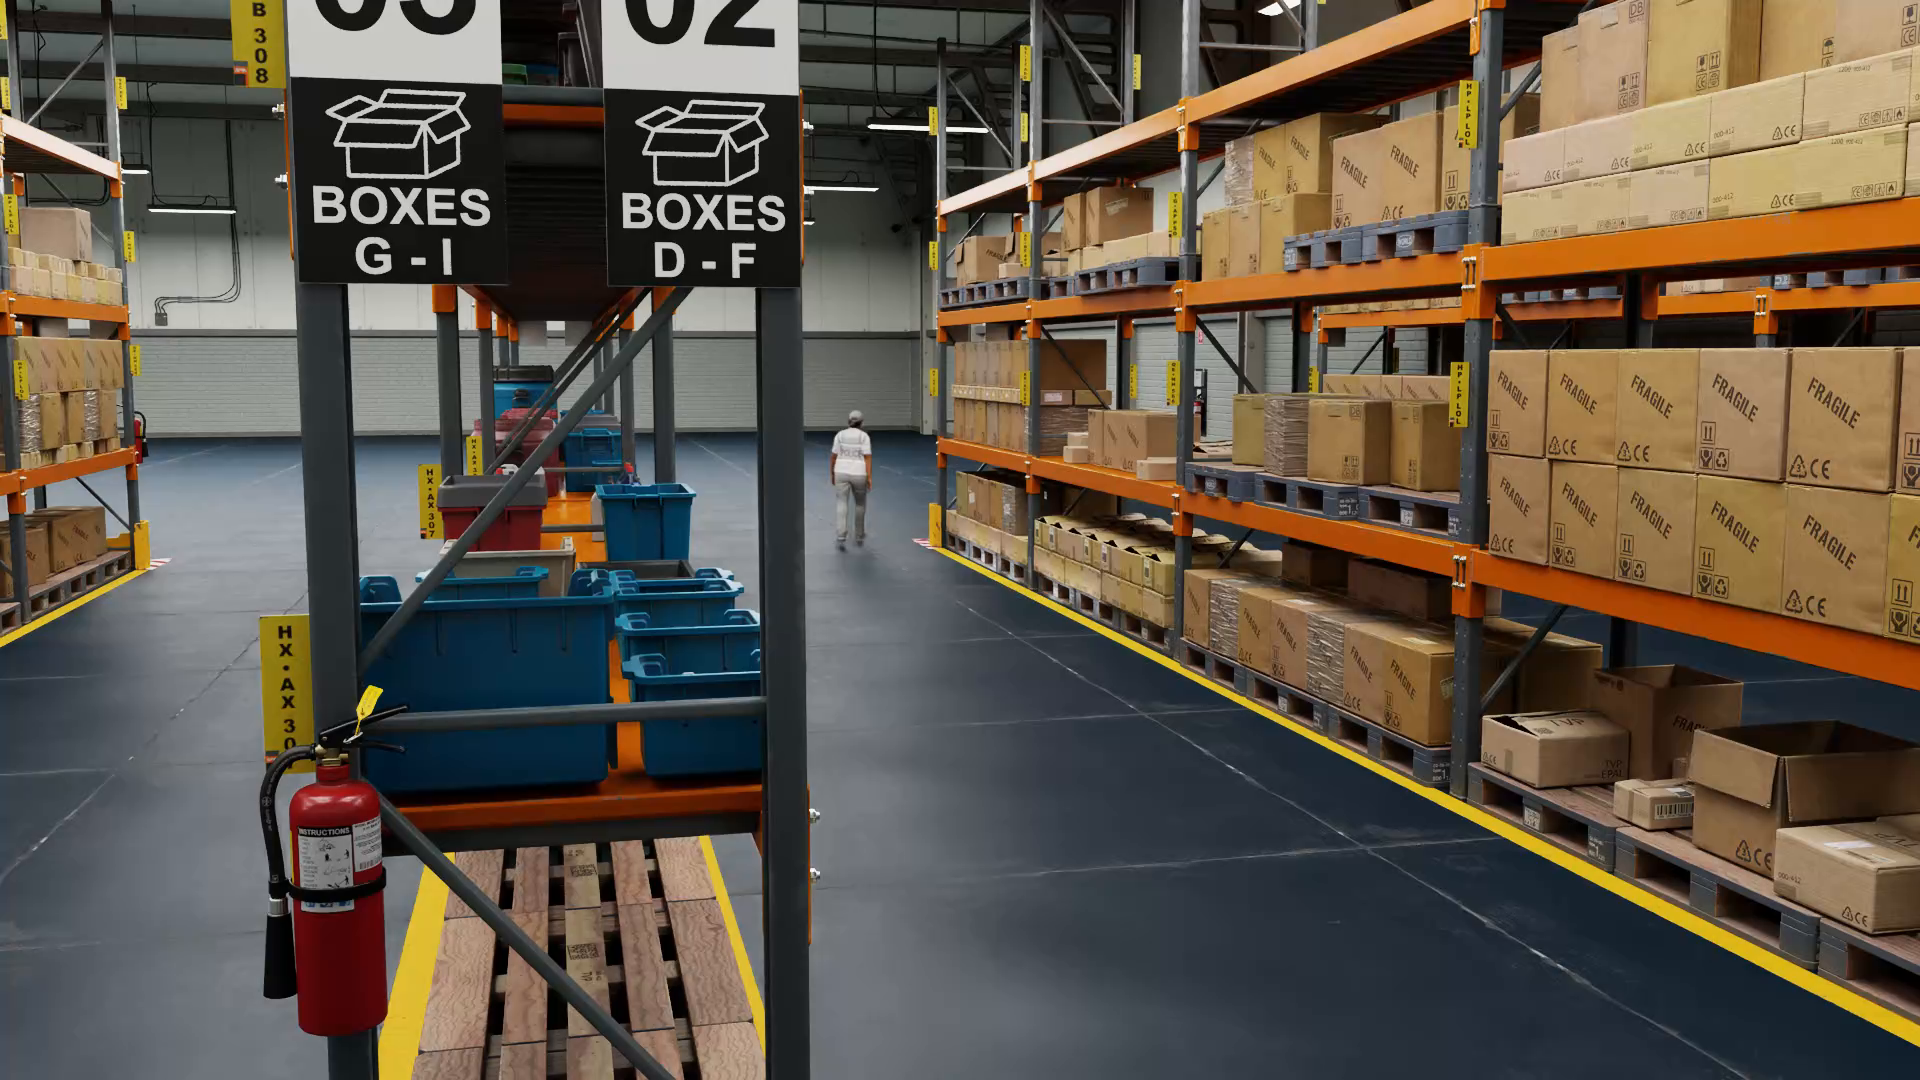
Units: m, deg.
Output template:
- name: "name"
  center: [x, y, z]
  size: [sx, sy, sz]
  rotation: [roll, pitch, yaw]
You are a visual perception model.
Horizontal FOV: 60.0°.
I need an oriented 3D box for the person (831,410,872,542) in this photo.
- name: "person"
  center: [-1.322, -0.786, 20.339]
  size: [0.518, 1.602, 1.021]
  rotation: [0, 6, 0]
